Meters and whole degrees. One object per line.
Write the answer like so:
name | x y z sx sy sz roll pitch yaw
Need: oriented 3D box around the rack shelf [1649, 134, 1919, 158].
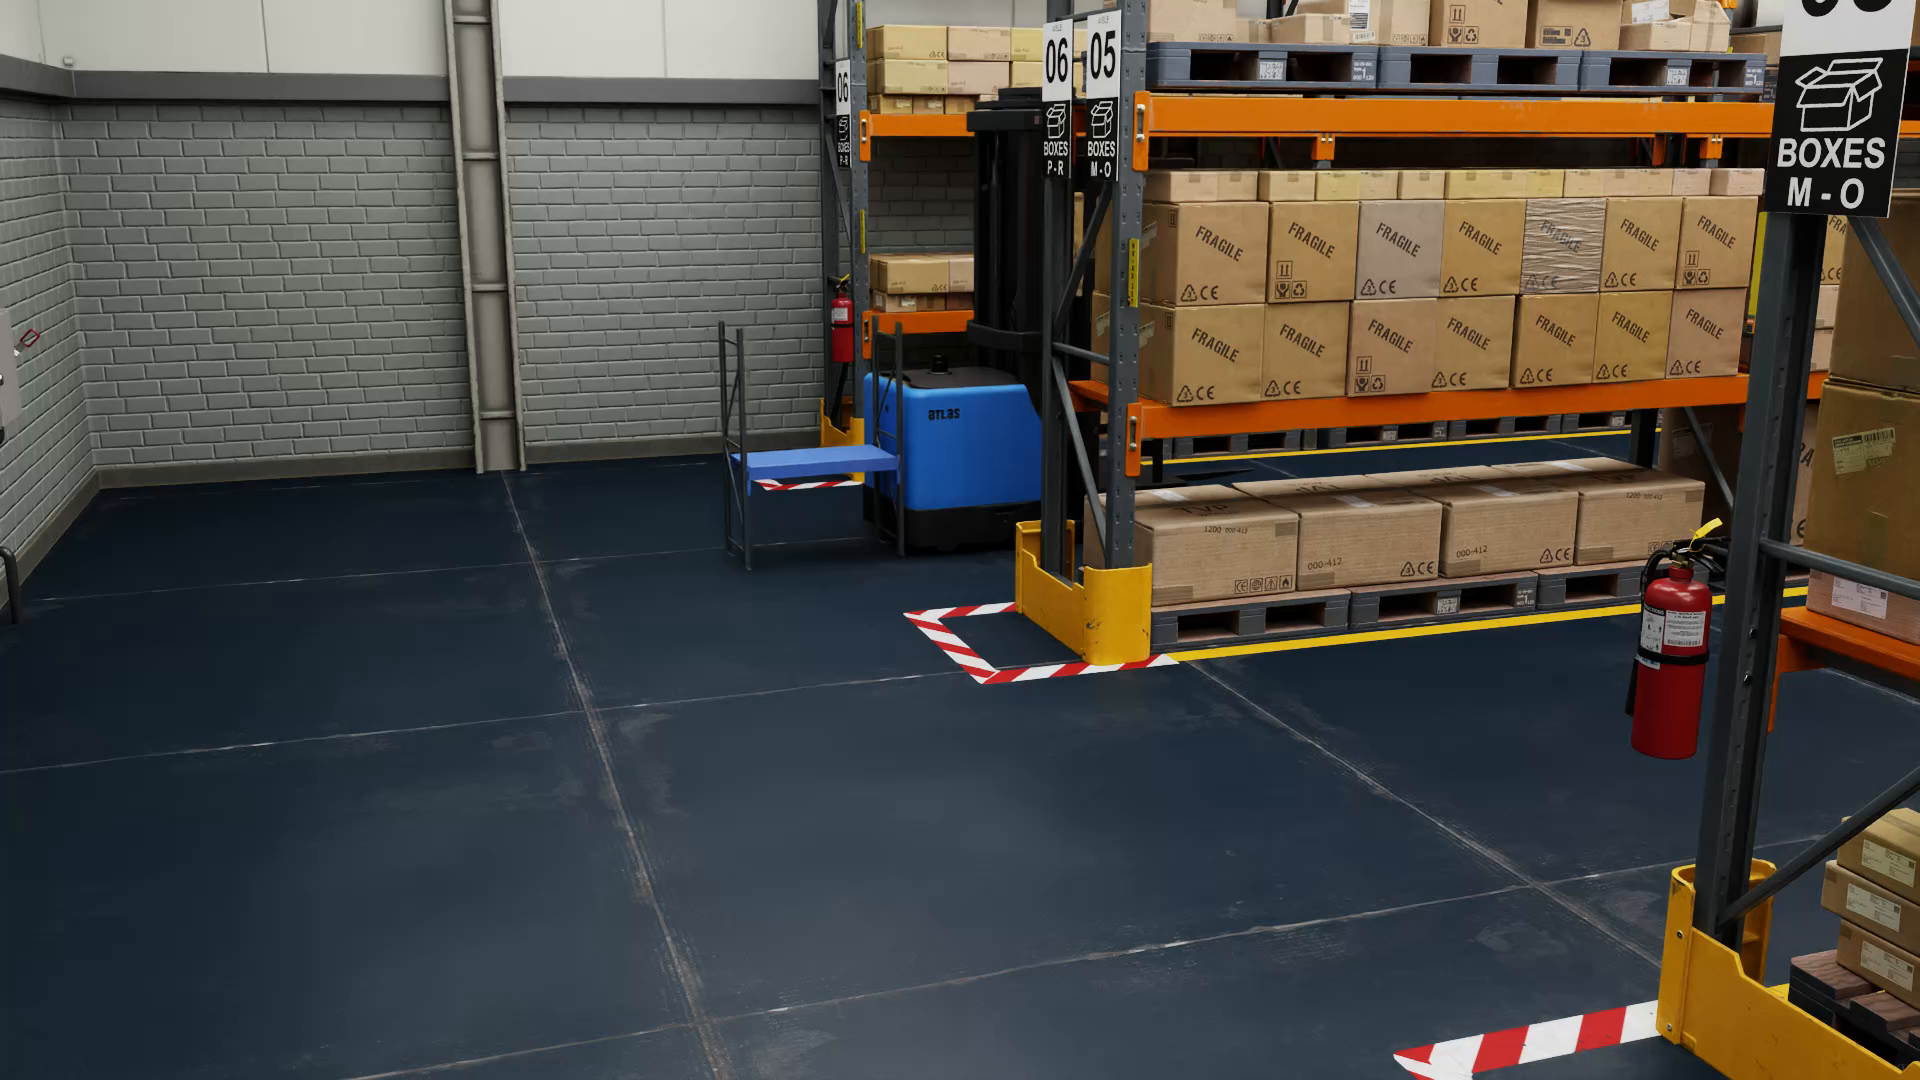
rack shelf | 8.561 -3.894 16.102 4.000 0.370 1.077 -4 14 -18

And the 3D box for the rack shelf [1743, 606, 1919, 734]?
rack shelf | 4.239 0.323 4.859 4.000 0.370 1.077 -4 14 -18

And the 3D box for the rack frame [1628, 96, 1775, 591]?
rack frame | 4.460 -1.253 9.929 0.127 3.000 1.000 -4 14 -18

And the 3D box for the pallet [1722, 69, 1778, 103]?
pallet | 5.314 -2.698 9.934 1.217 0.209 0.805 -5 14 -20

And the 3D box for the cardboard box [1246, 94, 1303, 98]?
cardboard box | 2.496 -3.782 13.760 0.500 0.250 0.500 -4 14 -18

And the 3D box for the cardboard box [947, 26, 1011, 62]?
cardboard box | 0.071 -3.832 12.888 0.500 0.250 0.500 -5 14 -18

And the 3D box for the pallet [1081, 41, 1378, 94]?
pallet | 1.369 -2.431 8.591 1.213 0.211 1.003 -4 14 -18

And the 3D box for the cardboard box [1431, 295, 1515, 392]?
cardboard box | 2.644 -1.097 9.055 0.500 0.500 0.500 -4 14 -16

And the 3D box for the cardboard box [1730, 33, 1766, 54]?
cardboard box | 7.429 -4.398 15.327 0.500 0.500 0.500 -4 14 -18

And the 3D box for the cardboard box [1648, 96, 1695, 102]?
cardboard box | 6.256 -3.932 15.033 0.500 0.250 0.500 -5 14 -20

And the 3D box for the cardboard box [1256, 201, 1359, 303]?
cardboard box | 1.703 -1.506 8.614 0.500 0.500 0.500 -5 14 -20

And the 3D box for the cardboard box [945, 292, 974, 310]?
cardboard box | -0.054 -1.944 13.377 0.250 0.149 0.380 -5 14 -19

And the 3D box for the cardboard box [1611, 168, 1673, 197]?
cardboard box | 3.746 -1.999 9.288 0.250 0.149 0.380 -4 14 -18

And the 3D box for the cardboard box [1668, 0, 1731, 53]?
cardboard box | 3.957 -2.783 9.044 0.258 0.266 0.396 -4 14 -16

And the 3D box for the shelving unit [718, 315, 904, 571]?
shelving unit | -0.939 -0.635 10.571 1.048 1.500 0.538 -5 14 -21

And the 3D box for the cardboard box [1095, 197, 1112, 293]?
cardboard box | 1.050 -1.581 8.930 0.500 0.500 0.500 -4 14 -16

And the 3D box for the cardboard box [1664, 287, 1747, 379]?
cardboard box | 4.102 -1.211 9.538 0.500 0.500 0.500 -4 14 -18

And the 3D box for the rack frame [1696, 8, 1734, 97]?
rack frame | 6.665 -5.555 15.051 0.127 3.000 1.000 -4 14 -18

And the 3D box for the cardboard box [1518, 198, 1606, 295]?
cardboard box | 3.138 -1.618 9.084 0.500 0.500 0.500 -4 14 -17

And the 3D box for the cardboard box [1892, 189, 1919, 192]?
cardboard box | 5.779 -1.949 10.478 0.500 0.500 0.500 -4 14 -16

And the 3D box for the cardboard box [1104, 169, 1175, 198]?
cardboard box | 0.946 -1.879 8.781 0.250 0.149 0.380 -4 14 -17

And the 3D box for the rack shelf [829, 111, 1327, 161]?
rack shelf | 0.978 -3.303 13.620 4.000 0.370 1.077 -4 14 -18

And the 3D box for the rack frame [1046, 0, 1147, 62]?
rack frame | 0.669 -3.876 7.994 0.127 3.000 1.000 -4 14 -18

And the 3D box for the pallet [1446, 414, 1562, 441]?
pallet | 4.791 -1.144 15.497 1.213 0.211 1.003 -4 14 -18

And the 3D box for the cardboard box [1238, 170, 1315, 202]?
cardboard box | 1.603 -1.803 8.462 0.250 0.149 0.380 -4 14 -16

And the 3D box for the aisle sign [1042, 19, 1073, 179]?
aisle sign | 0.502 -2.285 8.650 0.004 0.787 0.394 -4 14 -18

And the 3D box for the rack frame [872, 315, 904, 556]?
rack frame | -0.467 -0.679 10.756 0.032 1.500 0.500 -5 14 -21

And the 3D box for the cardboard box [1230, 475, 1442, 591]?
cardboard box | 2.128 -0.056 9.524 0.875 0.438 0.875 -4 14 -17

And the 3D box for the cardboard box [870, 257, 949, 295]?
cardboard box | -0.401 -2.092 13.139 0.500 0.250 0.500 -4 14 -18

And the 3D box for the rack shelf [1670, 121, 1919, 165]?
rack shelf | 6.356 -2.510 10.286 4.000 0.370 1.077 -4 14 -18

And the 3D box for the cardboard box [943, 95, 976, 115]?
cardboard box | -0.052 -3.396 12.999 0.250 0.149 0.380 -4 14 -18

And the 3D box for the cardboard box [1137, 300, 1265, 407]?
cardboard box | 1.216 -0.979 8.560 0.500 0.500 0.500 -5 14 -19

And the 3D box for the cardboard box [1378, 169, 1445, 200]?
cardboard box | 2.328 -1.867 8.729 0.250 0.149 0.380 -4 14 -18

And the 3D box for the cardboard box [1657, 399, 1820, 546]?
cardboard box | 5.023 -0.487 10.392 0.875 0.875 0.875 -4 14 -16

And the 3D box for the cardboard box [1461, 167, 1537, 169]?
cardboard box | 3.096 -2.069 9.579 0.250 0.149 0.380 -5 14 -20

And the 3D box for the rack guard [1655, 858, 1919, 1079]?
rack guard | 2.416 1.331 4.468 0.348 0.500 1.175 -4 14 -18

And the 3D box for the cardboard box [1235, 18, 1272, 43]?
cardboard box | 1.439 -2.649 8.736 0.250 0.149 0.380 -6 14 -22

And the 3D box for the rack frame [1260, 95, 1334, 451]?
rack frame | 2.874 -2.341 14.505 0.127 3.000 1.000 -4 14 -18

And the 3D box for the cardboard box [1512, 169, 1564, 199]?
cardboard box | 3.038 -1.931 8.999 0.250 0.149 0.380 -5 14 -19

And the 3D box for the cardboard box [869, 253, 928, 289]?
cardboard box | -0.566 -2.210 13.634 0.500 0.250 0.500 -4 14 -16

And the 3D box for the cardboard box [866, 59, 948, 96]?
cardboard box | -0.410 -3.550 12.785 0.500 0.250 0.500 -5 14 -19

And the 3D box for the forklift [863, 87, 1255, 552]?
forklift | 0.900 -1.547 11.312 3.031 2.935 1.130 -5 14 -21

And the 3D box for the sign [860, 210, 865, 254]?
sign | -0.744 -2.348 12.663 0.005 0.325 0.100 -4 14 -18

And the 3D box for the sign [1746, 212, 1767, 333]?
sign | 2.186 -0.720 4.502 0.005 0.325 0.100 -4 14 -18

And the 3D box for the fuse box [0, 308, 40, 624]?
fuse box | -5.199 -0.381 9.048 0.414 1.711 0.539 -4 14 -18

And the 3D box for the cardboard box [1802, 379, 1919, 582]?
cardboard box | 2.688 -0.163 4.486 0.500 0.500 0.500 -4 14 -17

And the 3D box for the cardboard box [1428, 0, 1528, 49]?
cardboard box | 2.628 -2.835 8.756 0.500 0.500 0.500 -4 14 -17

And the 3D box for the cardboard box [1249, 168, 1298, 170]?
cardboard box | 1.648 -1.950 9.080 0.250 0.149 0.380 -4 14 -17

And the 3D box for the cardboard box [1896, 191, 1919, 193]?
cardboard box | 5.919 -1.838 10.010 0.500 0.500 0.500 -5 14 -19

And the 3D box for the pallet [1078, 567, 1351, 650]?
pallet | 1.402 0.323 9.331 1.213 0.211 1.003 -4 14 -18

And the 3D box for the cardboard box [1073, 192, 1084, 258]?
cardboard box | 1.020 -2.568 13.518 0.500 0.500 0.500 -4 14 -17

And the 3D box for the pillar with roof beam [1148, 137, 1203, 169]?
pillar with roof beam | 3.300 -4.462 10.456 0.400 9.000 9.100 -4 14 -18

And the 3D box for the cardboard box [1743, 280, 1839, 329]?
cardboard box | 4.967 -1.394 9.765 0.500 0.250 0.500 -5 14 -20

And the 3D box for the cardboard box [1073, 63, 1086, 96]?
cardboard box | 1.038 -3.670 13.291 0.500 0.250 0.500 -5 14 -19

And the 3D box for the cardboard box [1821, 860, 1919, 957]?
cardboard box | 2.753 1.057 4.829 0.250 0.149 0.380 -5 14 -20

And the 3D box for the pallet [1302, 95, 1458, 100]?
pallet | 3.514 -3.742 14.317 1.003 0.211 1.213 -4 14 -18
